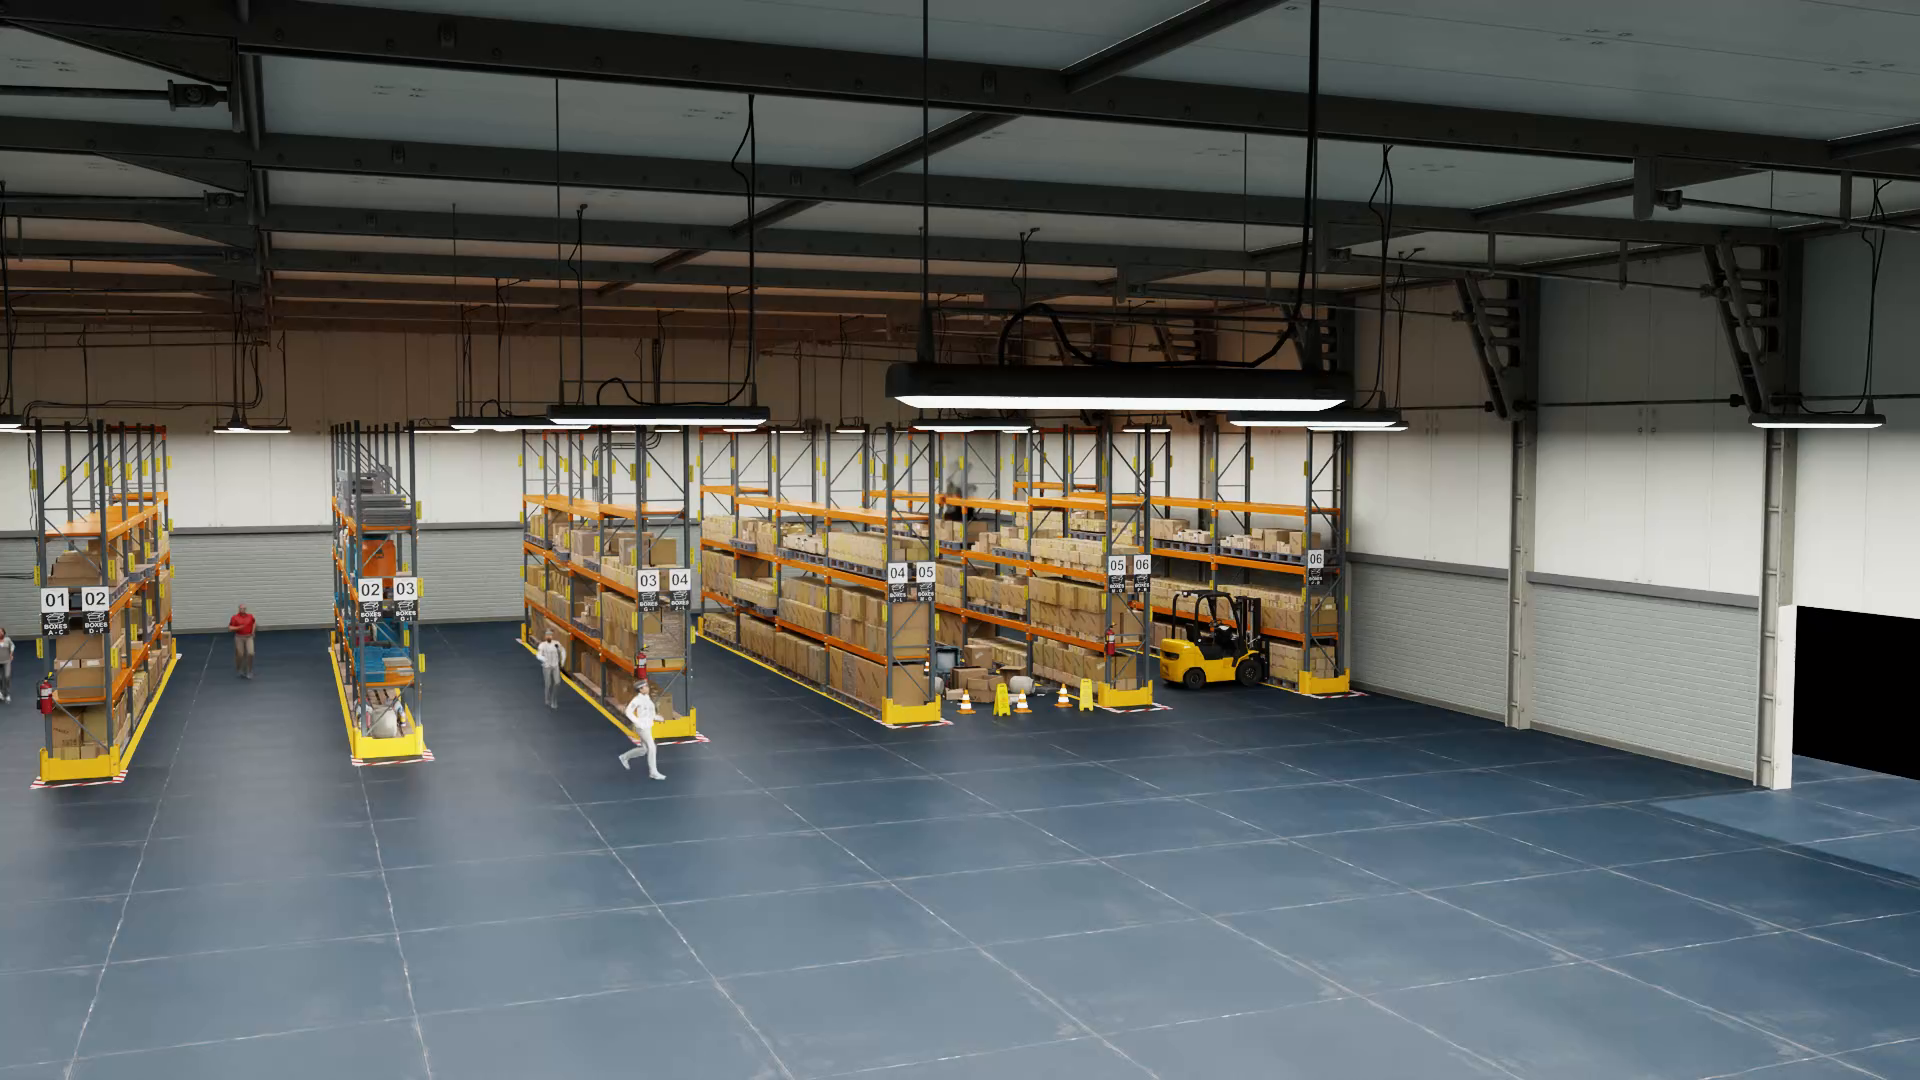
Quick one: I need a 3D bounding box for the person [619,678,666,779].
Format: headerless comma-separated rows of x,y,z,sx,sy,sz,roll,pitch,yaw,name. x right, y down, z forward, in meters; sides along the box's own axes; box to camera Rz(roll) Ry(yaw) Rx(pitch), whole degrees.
-5.332,3.156,27.812,0.842,1.696,0.618,1,4,10,person

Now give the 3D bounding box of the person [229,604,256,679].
-16.966,2.413,39.392,0.640,1.791,0.743,-2,4,-34,person

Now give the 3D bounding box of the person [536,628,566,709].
-8.615,2.708,35.077,0.618,1.711,0.705,-1,4,-18,person

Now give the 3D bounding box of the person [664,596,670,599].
-8.521,1.901,48.745,0.658,1.559,0.577,3,4,36,person

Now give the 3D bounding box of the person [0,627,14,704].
-20.601,2.670,35.745,0.526,1.623,0.787,-2,4,-35,person
